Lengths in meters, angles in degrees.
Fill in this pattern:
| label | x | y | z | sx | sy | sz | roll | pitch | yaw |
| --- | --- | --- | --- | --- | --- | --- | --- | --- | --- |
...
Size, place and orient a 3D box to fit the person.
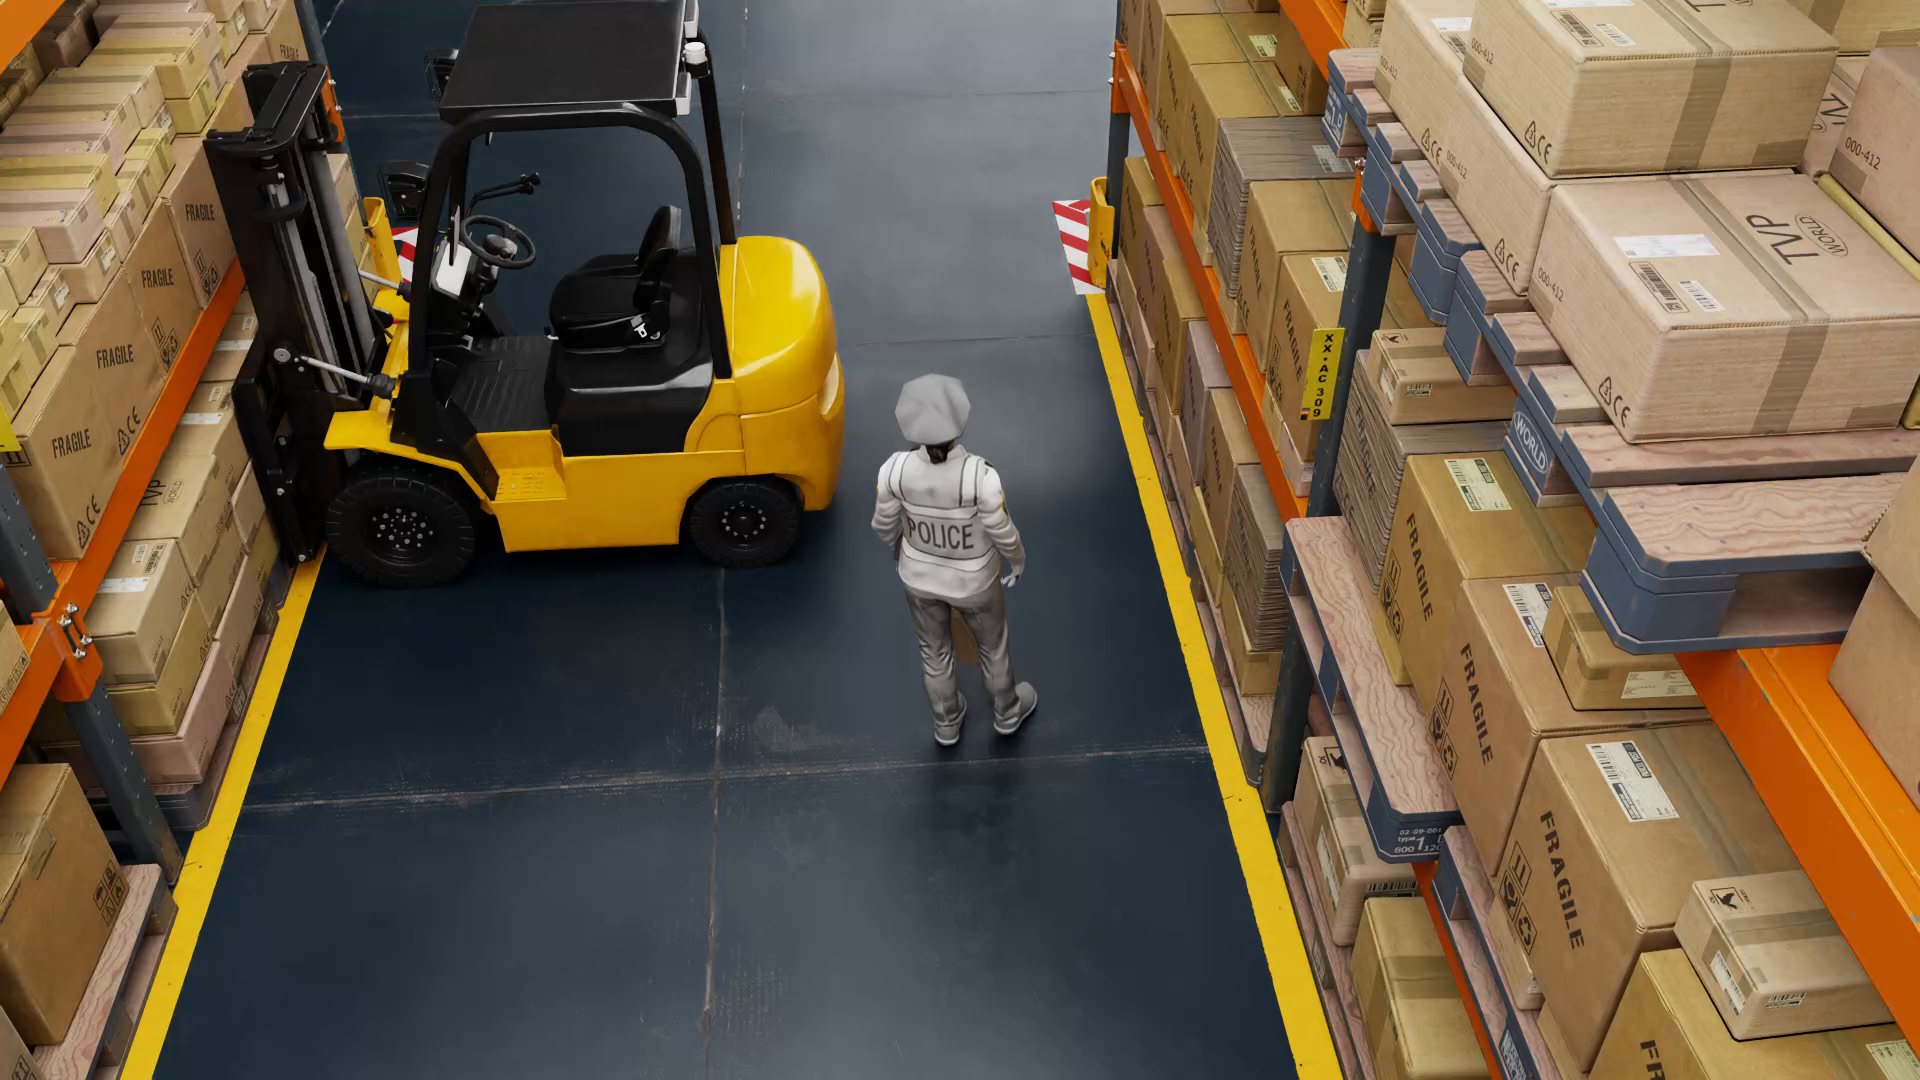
| label | x | y | z | sx | sy | sz | roll | pitch | yaw |
| --- | --- | --- | --- | --- | --- | --- | --- | --- | --- |
| person | -0.014 | 0.079 | 6.017 | 0.564 | 1.696 | 0.540 | 9 | 40 | 11 |
